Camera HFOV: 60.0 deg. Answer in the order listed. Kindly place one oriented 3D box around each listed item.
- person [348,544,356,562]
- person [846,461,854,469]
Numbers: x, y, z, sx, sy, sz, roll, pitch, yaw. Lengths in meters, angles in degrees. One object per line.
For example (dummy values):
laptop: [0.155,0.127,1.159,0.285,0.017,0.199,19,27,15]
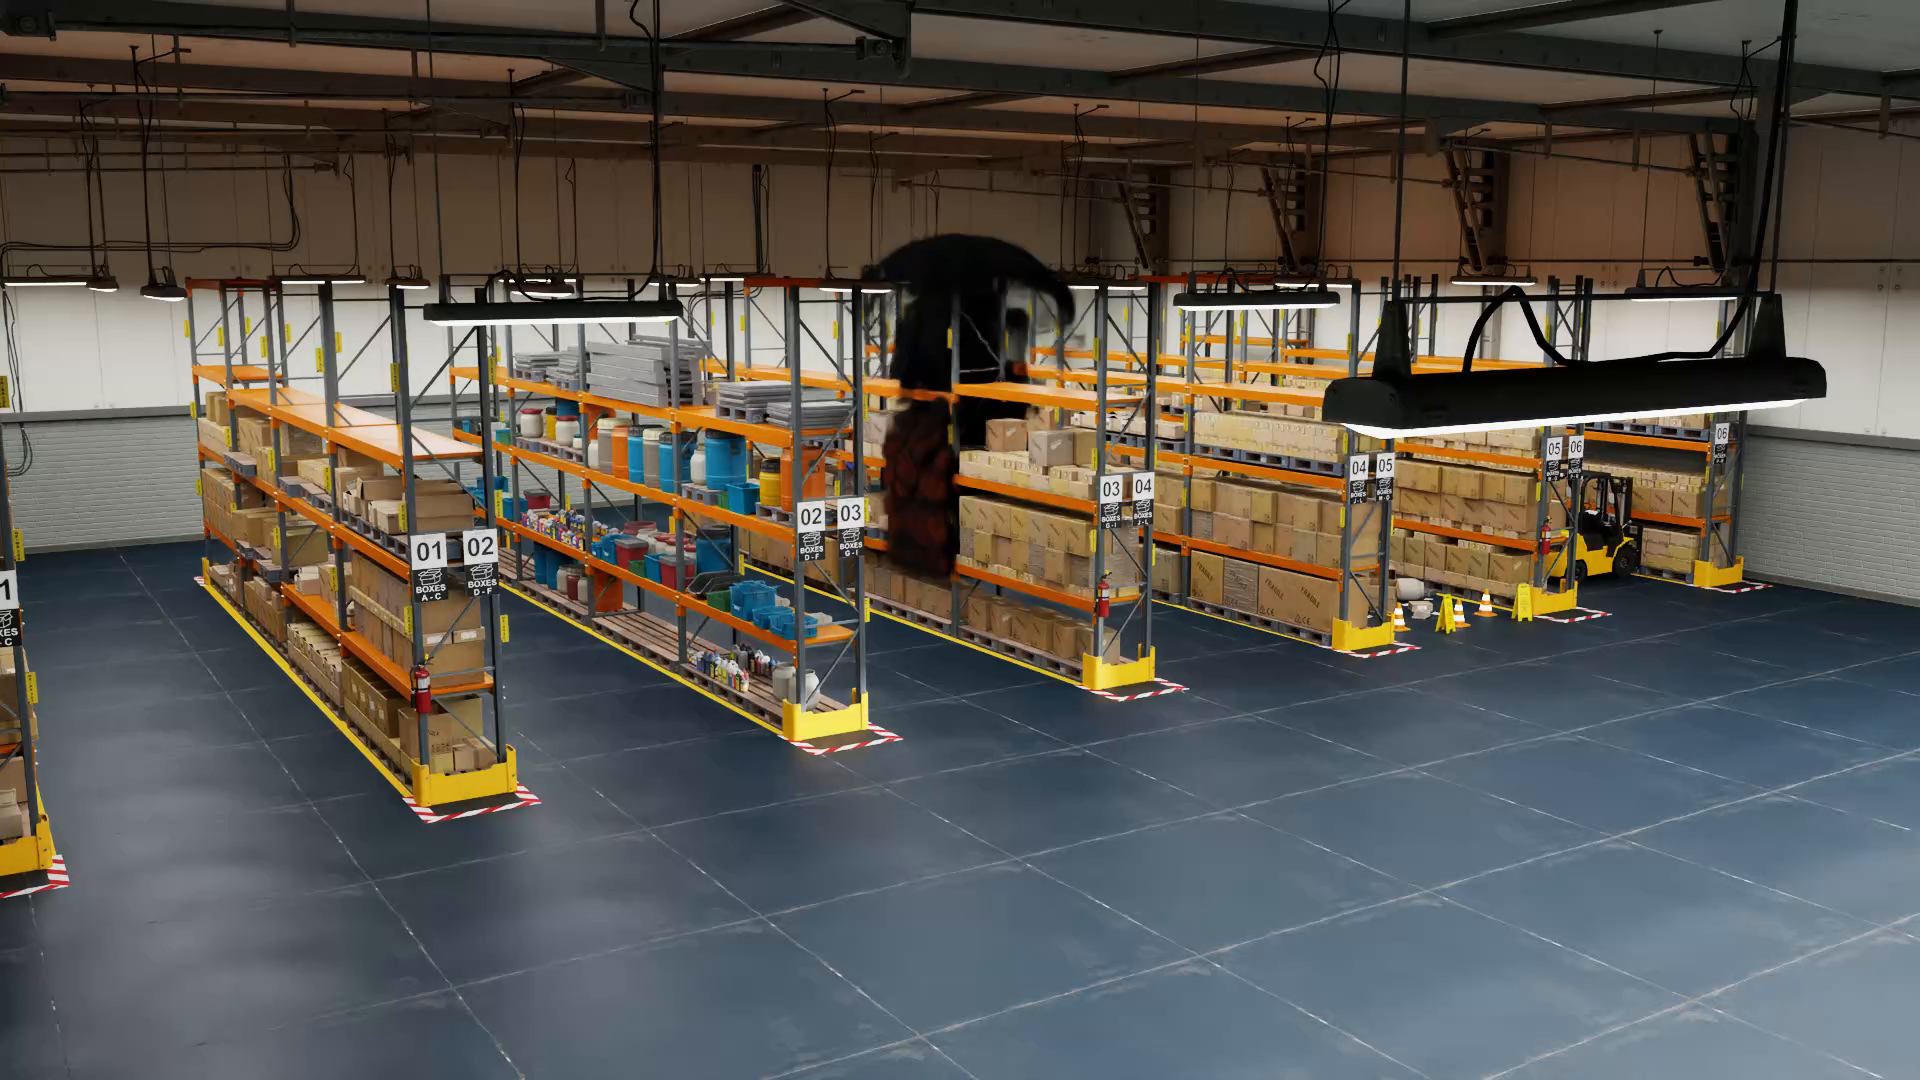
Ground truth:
person: [-11.959,0.032,32.811,0.543,1.713,0.800,-9,13,-44]
person: [-2.706,-1.382,41.461,0.586,1.625,0.610,8,12,38]
